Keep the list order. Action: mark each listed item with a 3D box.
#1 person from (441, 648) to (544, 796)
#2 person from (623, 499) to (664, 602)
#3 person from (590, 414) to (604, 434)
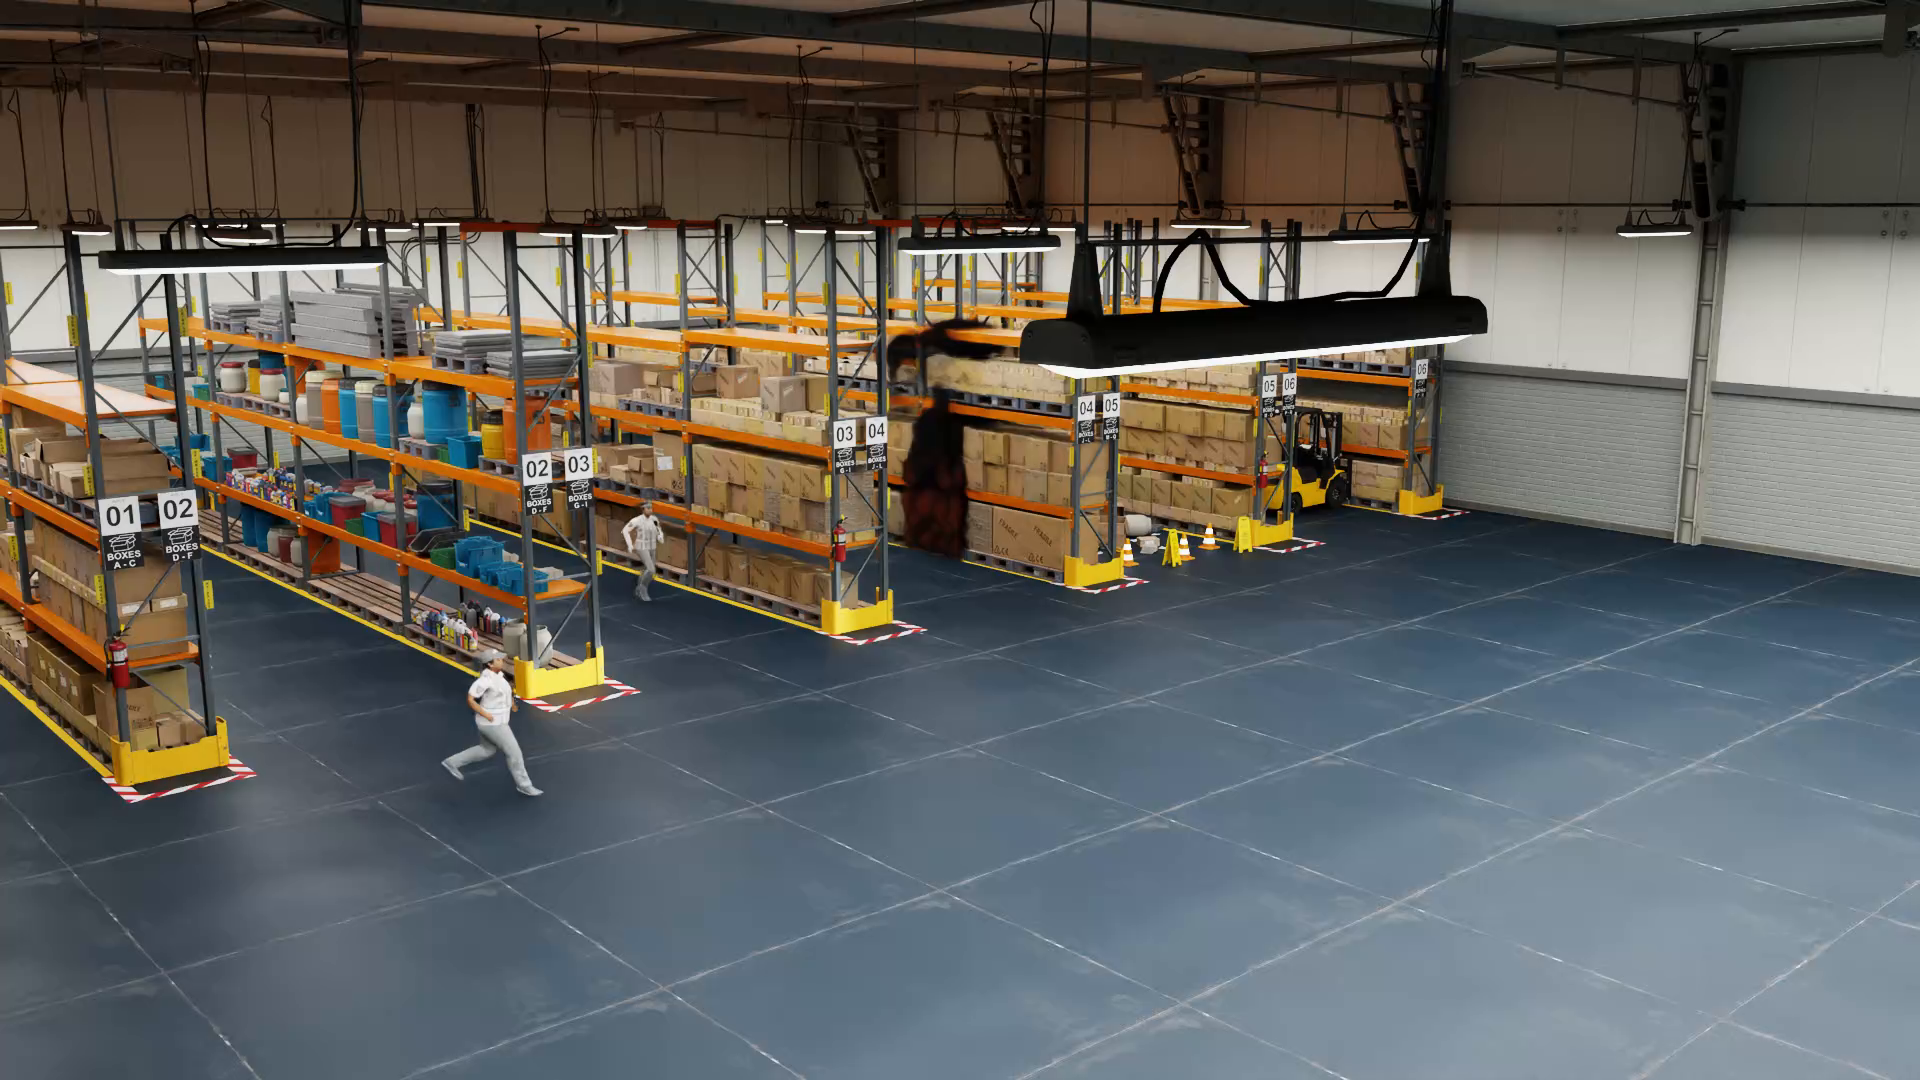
[{"bbox_3d":[-5.081,1.988,17.988,1.048,1.684,0.578,-3,12,-13],"label":"person"},{"bbox_3d":[-5.036,0.168,26.786,0.730,1.678,0.578,10,15,39],"label":"person"},{"bbox_3d":[-8.874,-2.705,40.740,0.705,1.827,0.878,9,14,36],"label":"person"}]
